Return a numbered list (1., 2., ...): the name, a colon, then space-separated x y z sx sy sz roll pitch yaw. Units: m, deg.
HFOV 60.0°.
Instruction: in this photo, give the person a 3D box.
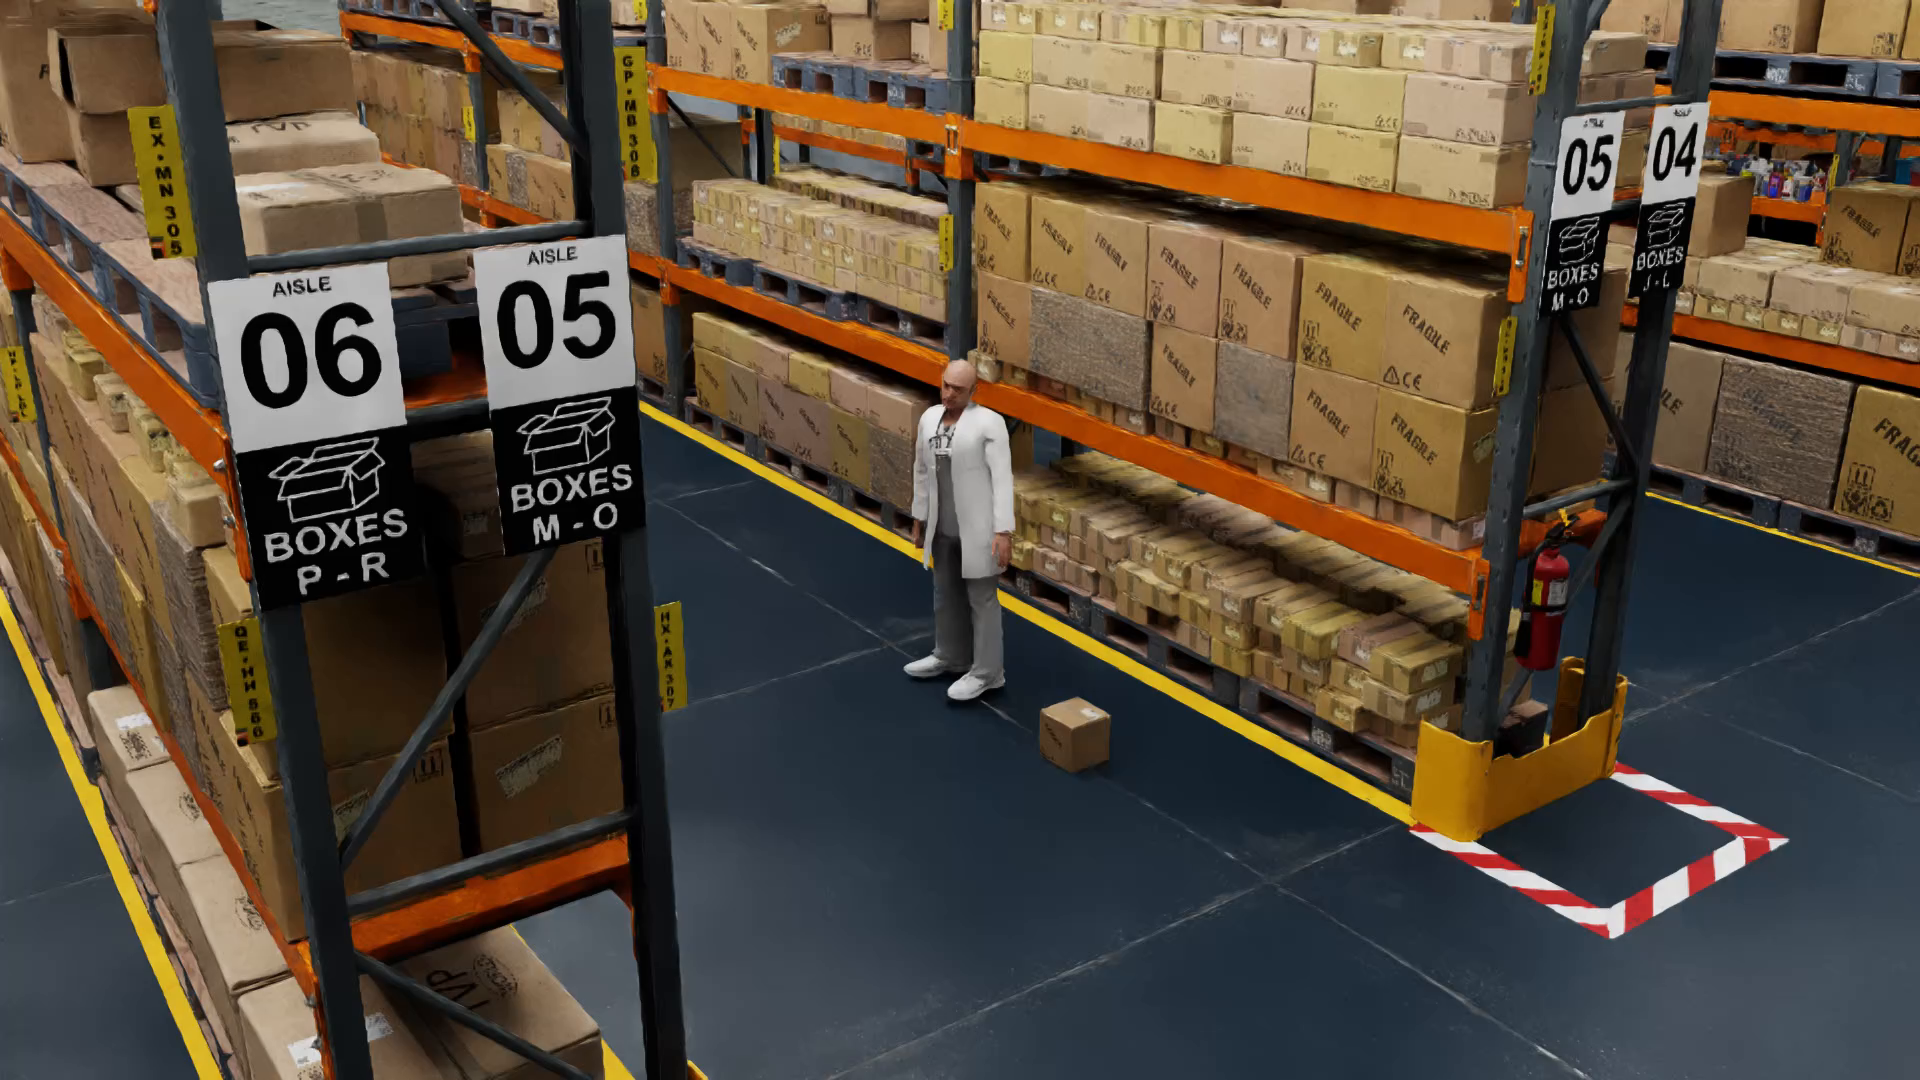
1. person: -0.003 -0.047 8.638 0.695 1.792 0.431 16 26 35
